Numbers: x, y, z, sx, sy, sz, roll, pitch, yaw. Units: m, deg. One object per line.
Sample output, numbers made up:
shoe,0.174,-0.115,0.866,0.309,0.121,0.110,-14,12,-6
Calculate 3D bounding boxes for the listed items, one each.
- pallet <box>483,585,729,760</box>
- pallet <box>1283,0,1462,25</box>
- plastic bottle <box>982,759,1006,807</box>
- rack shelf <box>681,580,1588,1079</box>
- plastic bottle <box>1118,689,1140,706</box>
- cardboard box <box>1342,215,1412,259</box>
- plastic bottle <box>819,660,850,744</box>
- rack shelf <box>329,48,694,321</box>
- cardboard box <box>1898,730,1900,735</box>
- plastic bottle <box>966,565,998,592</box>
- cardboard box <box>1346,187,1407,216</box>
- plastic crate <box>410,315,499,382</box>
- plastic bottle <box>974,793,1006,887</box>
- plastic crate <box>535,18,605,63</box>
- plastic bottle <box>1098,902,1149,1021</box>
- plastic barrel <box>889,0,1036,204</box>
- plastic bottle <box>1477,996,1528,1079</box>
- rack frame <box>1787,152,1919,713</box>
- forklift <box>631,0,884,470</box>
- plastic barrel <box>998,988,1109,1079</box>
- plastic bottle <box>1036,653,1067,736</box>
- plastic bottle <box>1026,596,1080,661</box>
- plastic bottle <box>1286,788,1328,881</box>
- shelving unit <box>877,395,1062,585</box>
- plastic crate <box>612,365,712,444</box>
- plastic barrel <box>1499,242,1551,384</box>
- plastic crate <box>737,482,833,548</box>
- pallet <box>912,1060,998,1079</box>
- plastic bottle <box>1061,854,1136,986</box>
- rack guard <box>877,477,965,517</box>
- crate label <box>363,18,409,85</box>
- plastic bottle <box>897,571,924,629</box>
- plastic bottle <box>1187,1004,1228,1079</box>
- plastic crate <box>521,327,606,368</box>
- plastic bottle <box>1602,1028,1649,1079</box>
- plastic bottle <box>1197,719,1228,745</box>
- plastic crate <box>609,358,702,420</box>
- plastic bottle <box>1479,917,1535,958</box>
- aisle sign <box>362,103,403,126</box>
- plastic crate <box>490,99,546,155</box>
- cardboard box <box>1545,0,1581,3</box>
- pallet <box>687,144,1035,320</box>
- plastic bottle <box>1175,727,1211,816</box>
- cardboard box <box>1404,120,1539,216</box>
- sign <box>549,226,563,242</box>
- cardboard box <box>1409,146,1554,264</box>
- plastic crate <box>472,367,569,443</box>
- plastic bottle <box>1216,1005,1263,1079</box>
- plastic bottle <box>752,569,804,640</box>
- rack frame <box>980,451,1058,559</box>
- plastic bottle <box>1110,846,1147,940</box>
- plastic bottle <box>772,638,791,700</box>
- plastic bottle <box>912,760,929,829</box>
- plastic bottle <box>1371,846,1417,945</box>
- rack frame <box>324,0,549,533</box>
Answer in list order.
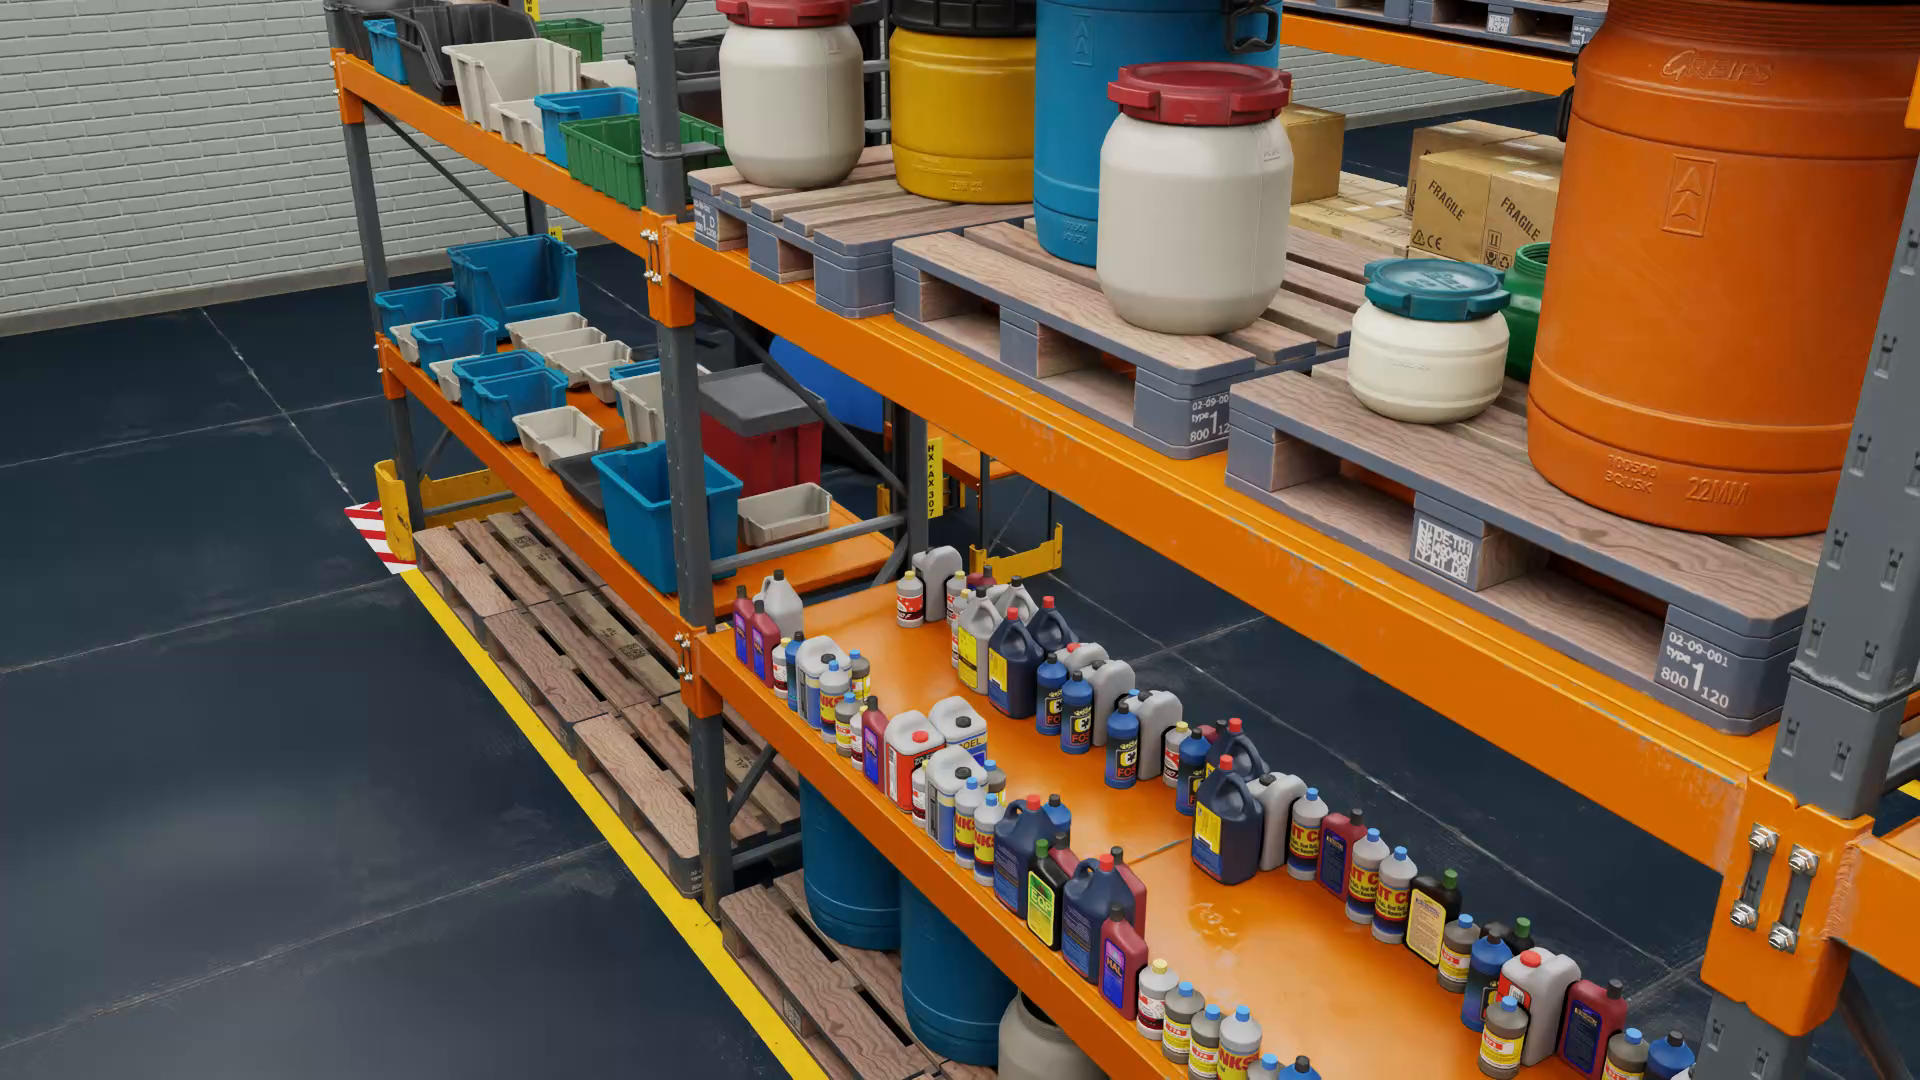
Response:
pallet,-1.677,0.589,8.256,1.003,0.211,1.213,-16,29,-30
pallet,2.478,-3.183,9.569,1.003,0.211,1.213,-16,29,-30
plastic bottle,0.087,0.741,4.899,0.097,0.201,0.097,0,25,0
rack shelf,0.519,1.059,4.835,1.077,0.370,4.000,-16,29,-30
plastic bottle,0.548,0.568,5.265,0.097,0.201,0.097,0,25,0
cardboard box,2.553,-1.666,9.593,0.500,0.250,0.500,-15,29,-29
plastic bottle,-0.399,0.510,5.307,0.097,0.271,0.097,0,25,0
rack shelf,-1.664,-1.728,7.226,1.077,0.370,4.000,-16,29,-30
cardboard box,4.432,0.179,7.855,1.225,0.875,0.875,-17,30,-31
plastic bottle,0.078,0.209,5.930,0.061,0.283,0.133,-16,29,-30
cardboard box,2.723,-1.973,10.243,0.500,0.250,0.500,-15,29,-29
plastic crate,-2.538,-0.963,8.402,0.416,0.233,0.300,-16,29,-30
plastic bottle,0.087,0.828,4.634,0.097,0.271,0.097,0,25,0
plastic crate,-1.978,-2.387,8.026,0.450,0.188,0.336,-16,29,-30
plastic bottle,0.409,1.048,4.153,0.061,0.283,0.133,-16,29,-30
plastic barrel,0.096,-1.334,4.836,0.600,0.588,0.600,0,25,0
plastic bottle,1.299,1.179,3.971,0.097,0.201,0.097,0,25,0
rack frame,1.611,-1.264,1.886,1.000,3.000,0.127,-16,29,-30
forklift,-1.309,-2.266,11.117,3.031,2.935,1.130,19,31,34
plastic barrel,0.330,1.628,5.210,0.421,0.512,0.421,0,25,0
plastic bottle,0.294,0.489,5.351,0.097,0.271,0.097,0,25,0
plastic bottle,0.304,0.359,5.533,0.144,0.351,0.185,-16,29,-30
plastic bottle,0.975,0.816,4.658,0.097,0.271,0.097,0,25,0
shelving unit,0.042,-0.651,9.372,0.587,1.500,1.083,-16,29,-30
plastic crate,-1.252,-0.544,7.458,0.437,0.282,0.530,-16,29,-30
plastic barrel,1.225,-0.460,3.386,0.294,0.245,0.294,0,25,0
plastic crate,-0.707,-0.089,6.664,0.396,0.136,0.243,-16,29,-30
pallet,0.484,2.002,5.262,1.003,0.211,1.213,-16,29,-30
plastic bottle,0.357,0.951,4.280,0.144,0.351,0.185,-16,29,-30
rack guard,-0.230,-0.264,10.016,0.587,0.250,0.087,-16,29,-30
crate label,-2.523,-2.296,7.761,0.408,0.251,0.502,-16,29,-30
plastic bottle,-0.181,0.210,6.025,0.097,0.201,0.097,0,25,0
plastic bottle,0.593,1.192,3.945,0.097,0.201,0.097,0,25,0
plastic crate,-2.013,-0.964,8.516,0.396,0.136,0.243,-16,29,-30
plastic bottle,1.552,1.226,3.872,0.097,0.201,0.097,0,25,0
plastic bottle,0.753,0.651,4.994,0.061,0.283,0.133,-16,29,-30
plastic crate,-1.420,-0.689,7.821,0.416,0.233,0.300,-16,29,-30
plastic bottle,1.358,1.048,4.153,0.061,0.283,0.133,-16,29,-30
aisle sign,-3.044,-2.544,8.581,0.394,0.787,0.004,-16,29,-30
plastic crate,-1.586,-1.585,6.389,0.293,0.136,0.466,-16,29,-30
cardboard box,3.100,-3.039,8.433,0.700,0.500,0.500,-18,30,-33
pallet,-0.063,-0.995,5.052,1.213,0.211,1.003,-16,29,-30
plastic bottle,0.696,0.681,4.944,0.097,0.271,0.097,0,25,0
cardboard box,2.980,-2.135,9.709,0.500,0.500,0.500,-17,30,-31
sign,-2.304,-1.620,9.477,0.100,0.325,0.005,-16,29,-30
cardboard box,2.832,-1.824,9.049,0.500,0.500,0.500,-15,29,-29
plastic crate,-2.015,-0.620,7.676,0.416,0.233,0.300,-16,29,-30
plastic bottle,0.647,1.195,3.856,0.097,0.271,0.097,0,25,0
plastic bottle,-0.630,0.257,5.750,0.144,0.351,0.185,-16,29,-30
rack frame,0.324,-0.466,8.980,0.500,1.500,0.032,-16,29,-30
plastic bottle,0.429,0.948,4.365,0.061,0.283,0.133,-16,29,-30
plastic bottle,-0.579,0.424,5.572,0.097,0.201,0.097,0,25,0
plastic bottle,-0.093,0.742,4.898,0.097,0.201,0.097,0,25,0
plastic bottle,1.154,0.934,4.409,0.097,0.271,0.097,0,25,0
rack frame,-2.756,-1.412,9.228,1.000,3.000,0.127,-16,29,-30
